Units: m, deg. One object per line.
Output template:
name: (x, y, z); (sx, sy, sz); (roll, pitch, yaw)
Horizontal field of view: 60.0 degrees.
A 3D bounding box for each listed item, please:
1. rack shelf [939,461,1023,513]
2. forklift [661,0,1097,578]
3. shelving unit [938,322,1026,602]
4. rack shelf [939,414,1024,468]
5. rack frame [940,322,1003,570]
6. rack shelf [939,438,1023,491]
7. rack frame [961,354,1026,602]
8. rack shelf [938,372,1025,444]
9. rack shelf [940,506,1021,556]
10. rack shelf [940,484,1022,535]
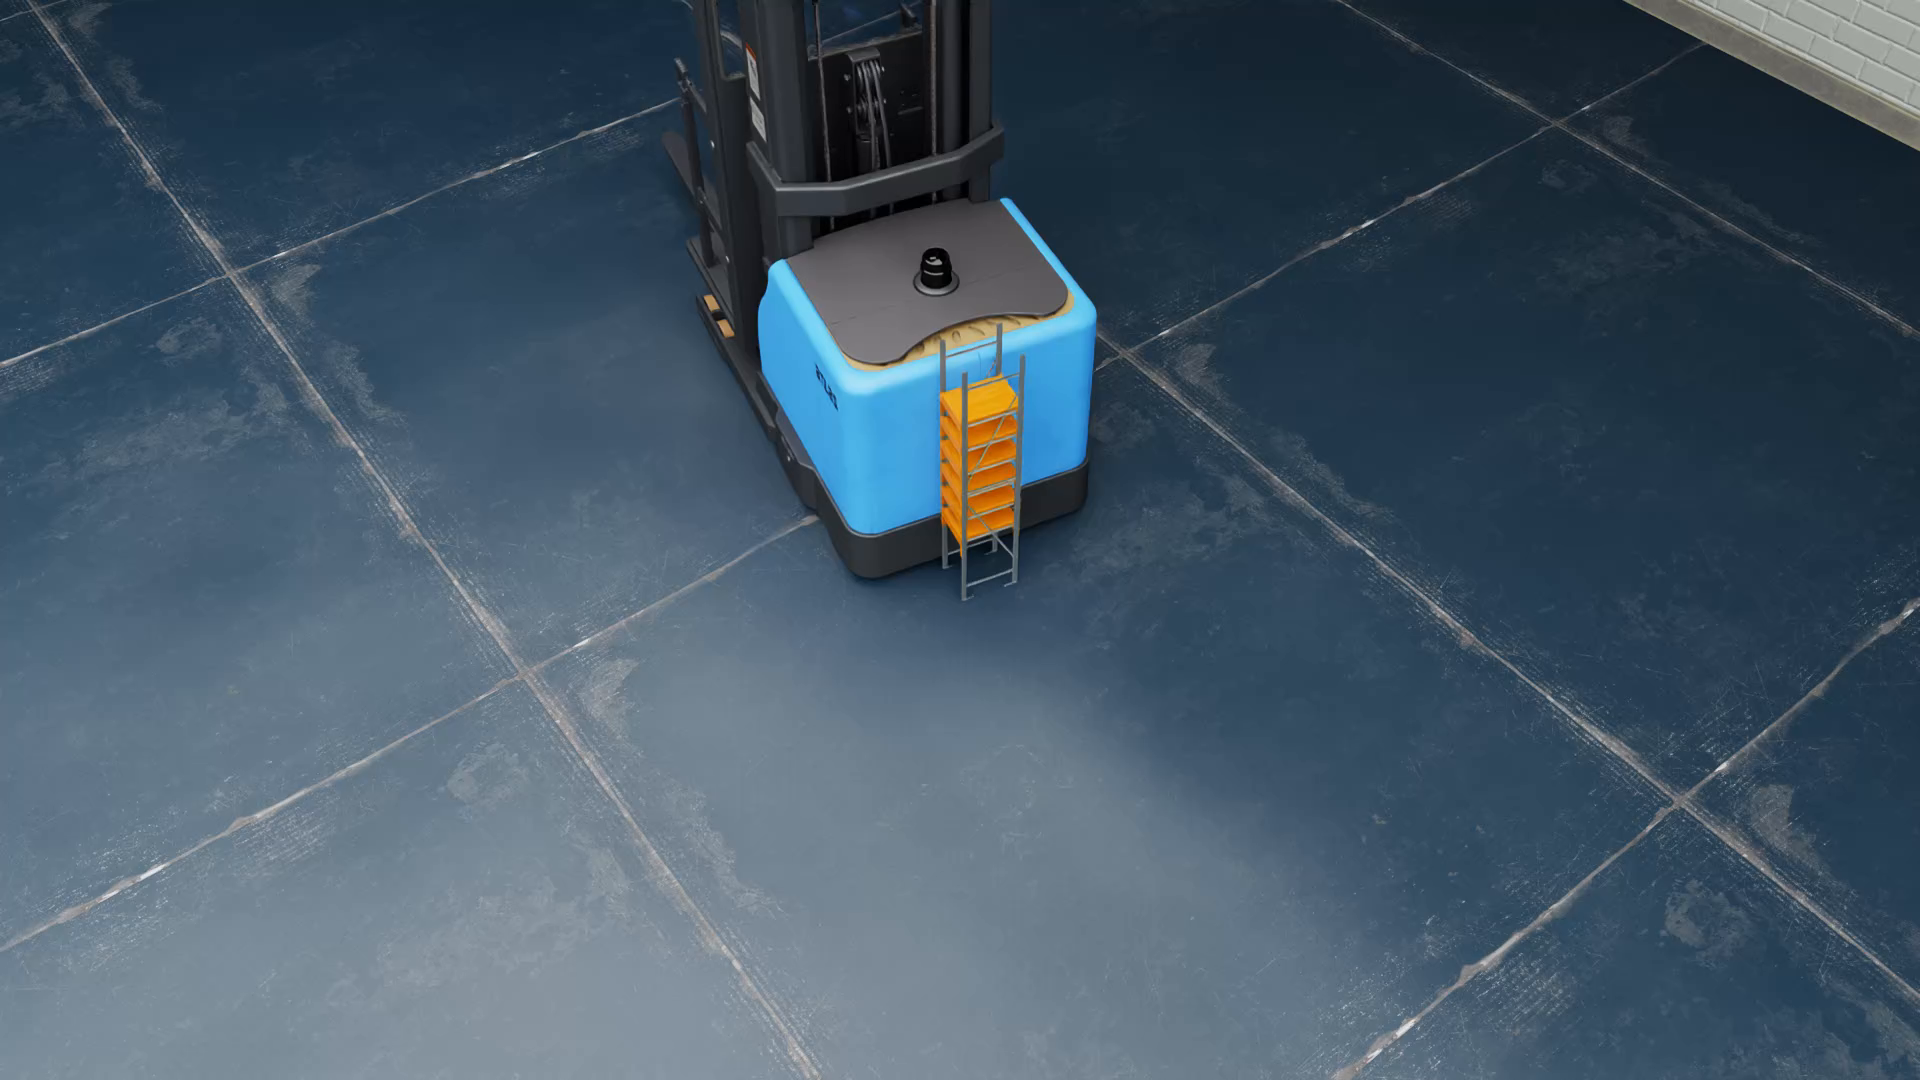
rack shelf: (0.077, -0.231, 6.208); (0.258, 0.103, 0.180); (-19, 51, -16)
forklift: (-0.552, -1.942, 6.531); (1.130, 2.935, 3.031); (-19, 51, -16)
shelving unit: (0.077, -0.260, 6.175); (0.258, 1.200, 0.189); (-19, 51, -16)
rack shelf: (0.077, -0.392, 6.030); (0.258, 0.103, 0.180); (-19, 51, -16)
rack frame: (0.039, -0.322, 6.231); (0.240, 1.200, 0.006); (-19, 51, -16)
rack shelf: (0.077, -0.311, 6.119); (0.258, 0.103, 0.180); (-19, 51, -16)
rack frame: (0.116, -0.199, 6.119); (0.240, 1.200, 0.006); (-19, 51, -16)
rack shelf: (0.077, -0.472, 5.941); (0.258, 0.103, 0.180); (-19, 51, -16)
rack shelf: (0.077, -0.069, 6.386); (0.258, 0.103, 0.180); (-19, 51, -16)
rack shelf: (0.077, -0.150, 6.297); (0.258, 0.103, 0.180); (-19, 51, -16)
